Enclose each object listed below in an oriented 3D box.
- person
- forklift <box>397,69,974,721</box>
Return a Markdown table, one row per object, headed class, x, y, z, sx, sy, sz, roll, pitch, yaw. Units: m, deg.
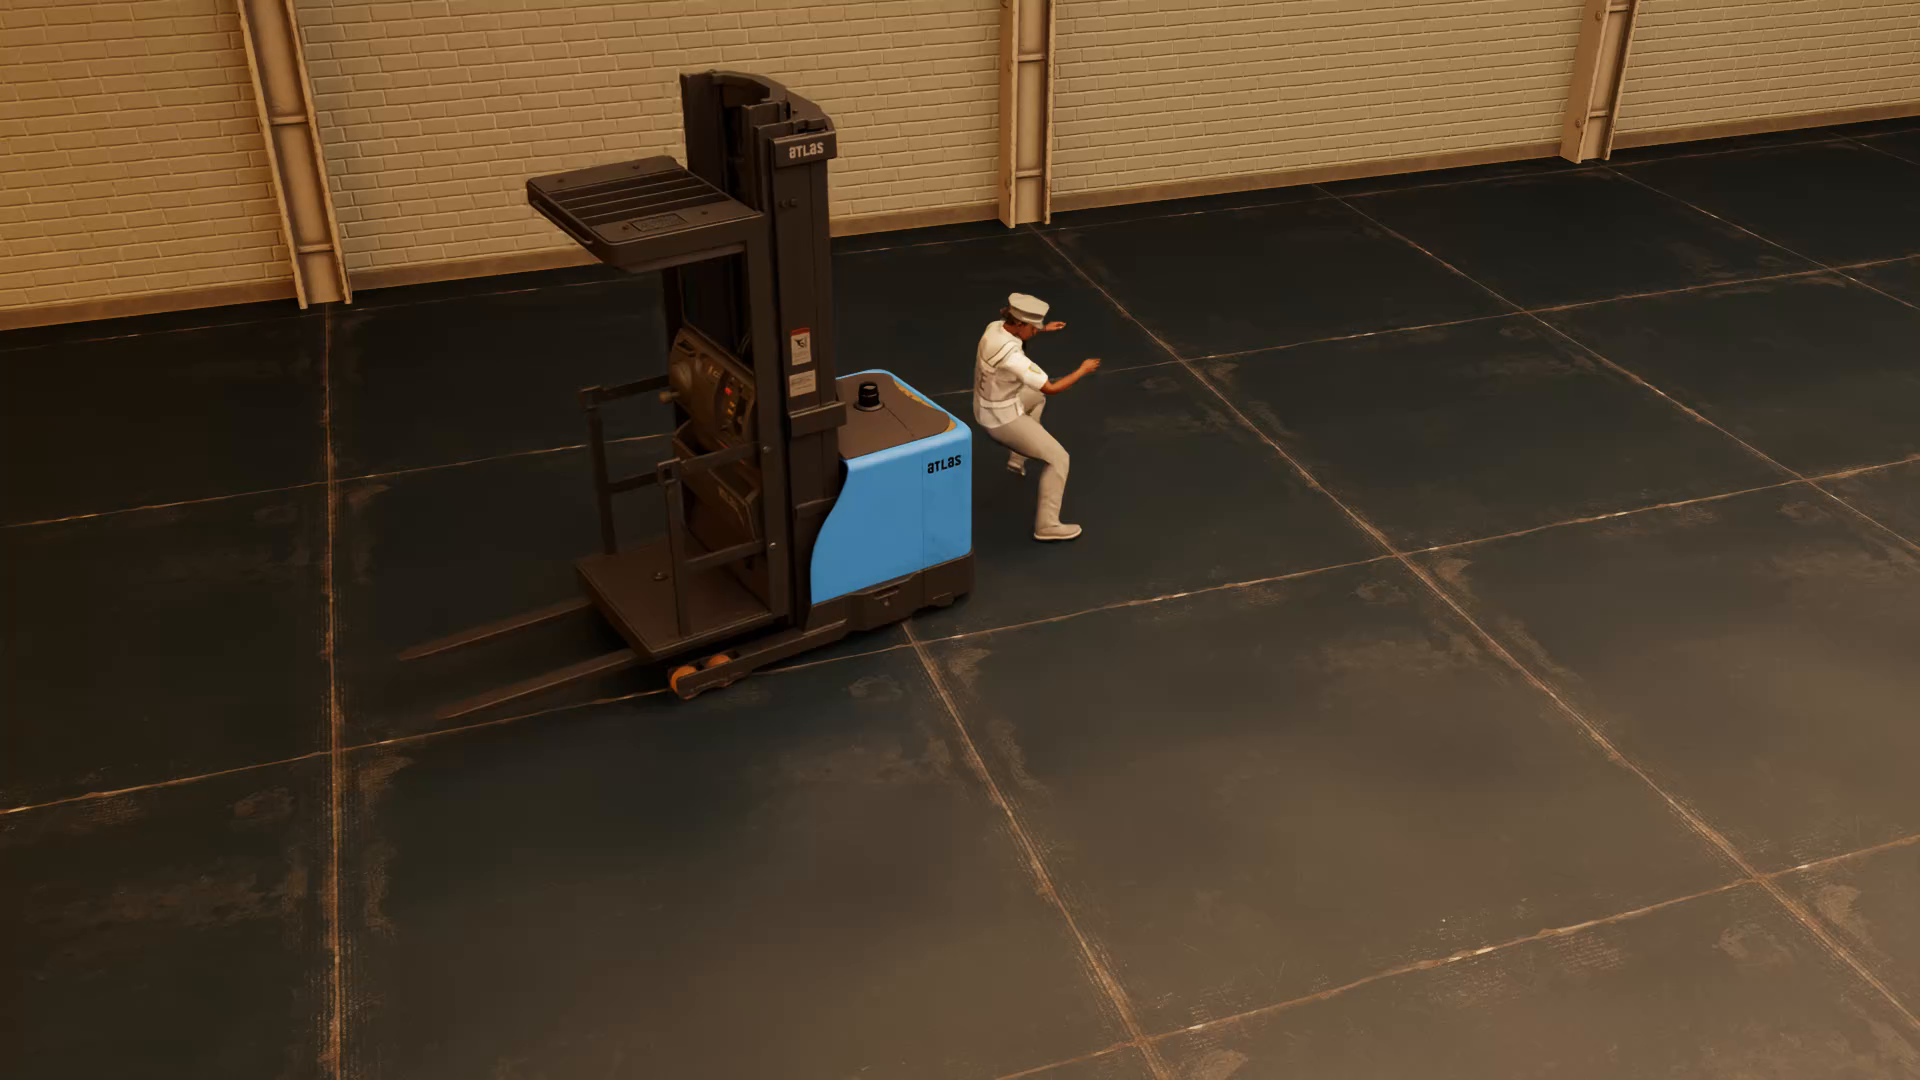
| class | x | y | z | sx | sy | sz | roll | pitch | yaw |
| --- | --- | --- | --- | --- | --- | --- | --- | --- | --- |
| person | 0.457 | -0.825 | 10.039 | 0.739 | 1.409 | 0.927 | -5 | 30 | -8 |
| forklift | -1.440 | -0.751 | 8.392 | 3.031 | 2.935 | 1.130 | -18 | 34 | -28 |
